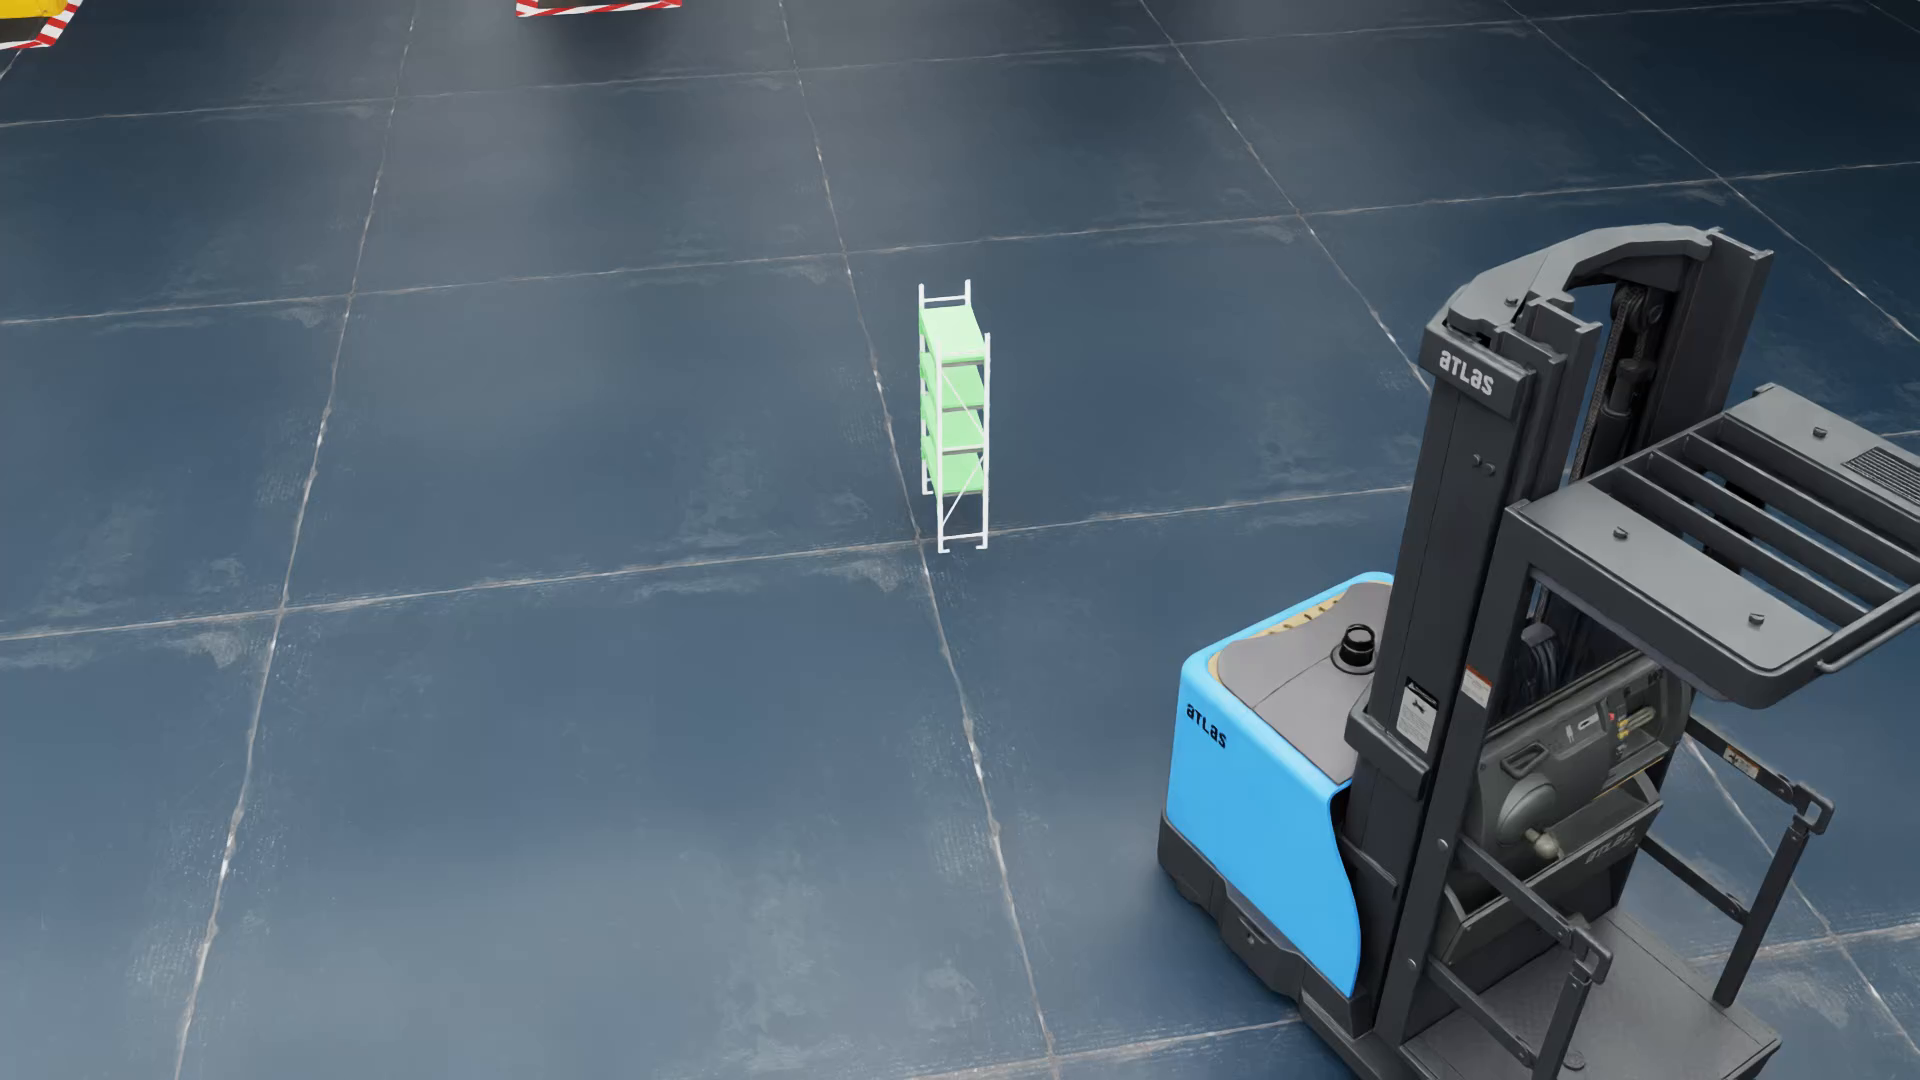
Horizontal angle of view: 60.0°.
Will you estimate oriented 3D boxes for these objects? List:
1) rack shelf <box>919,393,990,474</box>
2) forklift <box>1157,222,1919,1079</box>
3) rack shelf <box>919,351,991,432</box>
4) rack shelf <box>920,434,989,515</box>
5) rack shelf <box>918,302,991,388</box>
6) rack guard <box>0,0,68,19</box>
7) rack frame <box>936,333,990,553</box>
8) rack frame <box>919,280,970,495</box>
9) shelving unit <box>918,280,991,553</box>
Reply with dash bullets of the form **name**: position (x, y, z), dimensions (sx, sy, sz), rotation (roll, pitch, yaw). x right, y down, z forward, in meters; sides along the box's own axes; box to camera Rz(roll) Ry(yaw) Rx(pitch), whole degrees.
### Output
- **rack shelf**: position (-0.029, -0.523, 7.950), dimensions (0.258, 0.148, 0.480), rotation (-6, 38, -8)
- **forklift**: position (1.995, 0.703, 4.855), dimensions (1.130, 2.935, 3.031), rotation (-22, 43, -26)
- **rack shelf**: position (-0.029, -0.713, 7.802), dimensions (0.258, 0.148, 0.480), rotation (-6, 38, -8)
- **rack shelf**: position (-0.029, -0.334, 8.097), dimensions (0.258, 0.148, 0.480), rotation (-6, 38, -8)
- **rack shelf**: position (-0.029, -0.902, 7.655), dimensions (0.258, 0.148, 0.480), rotation (-6, 38, -8)
- **rack guard**: position (-8.032, -4.561, 13.613), dimensions (1.175, 0.500, 0.348), rotation (-6, 38, -8)
- **rack frame**: position (0.014, -0.426, 7.721), dimensions (0.240, 1.200, 0.015), rotation (-6, 38, -8)
- **rack frame**: position (-0.072, -0.721, 8.100), dimensions (0.240, 1.200, 0.015), rotation (-6, 38, -8)
- **shelving unit**: position (-0.029, -0.574, 7.911), dimensions (0.258, 1.200, 0.503), rotation (-6, 38, -8)
